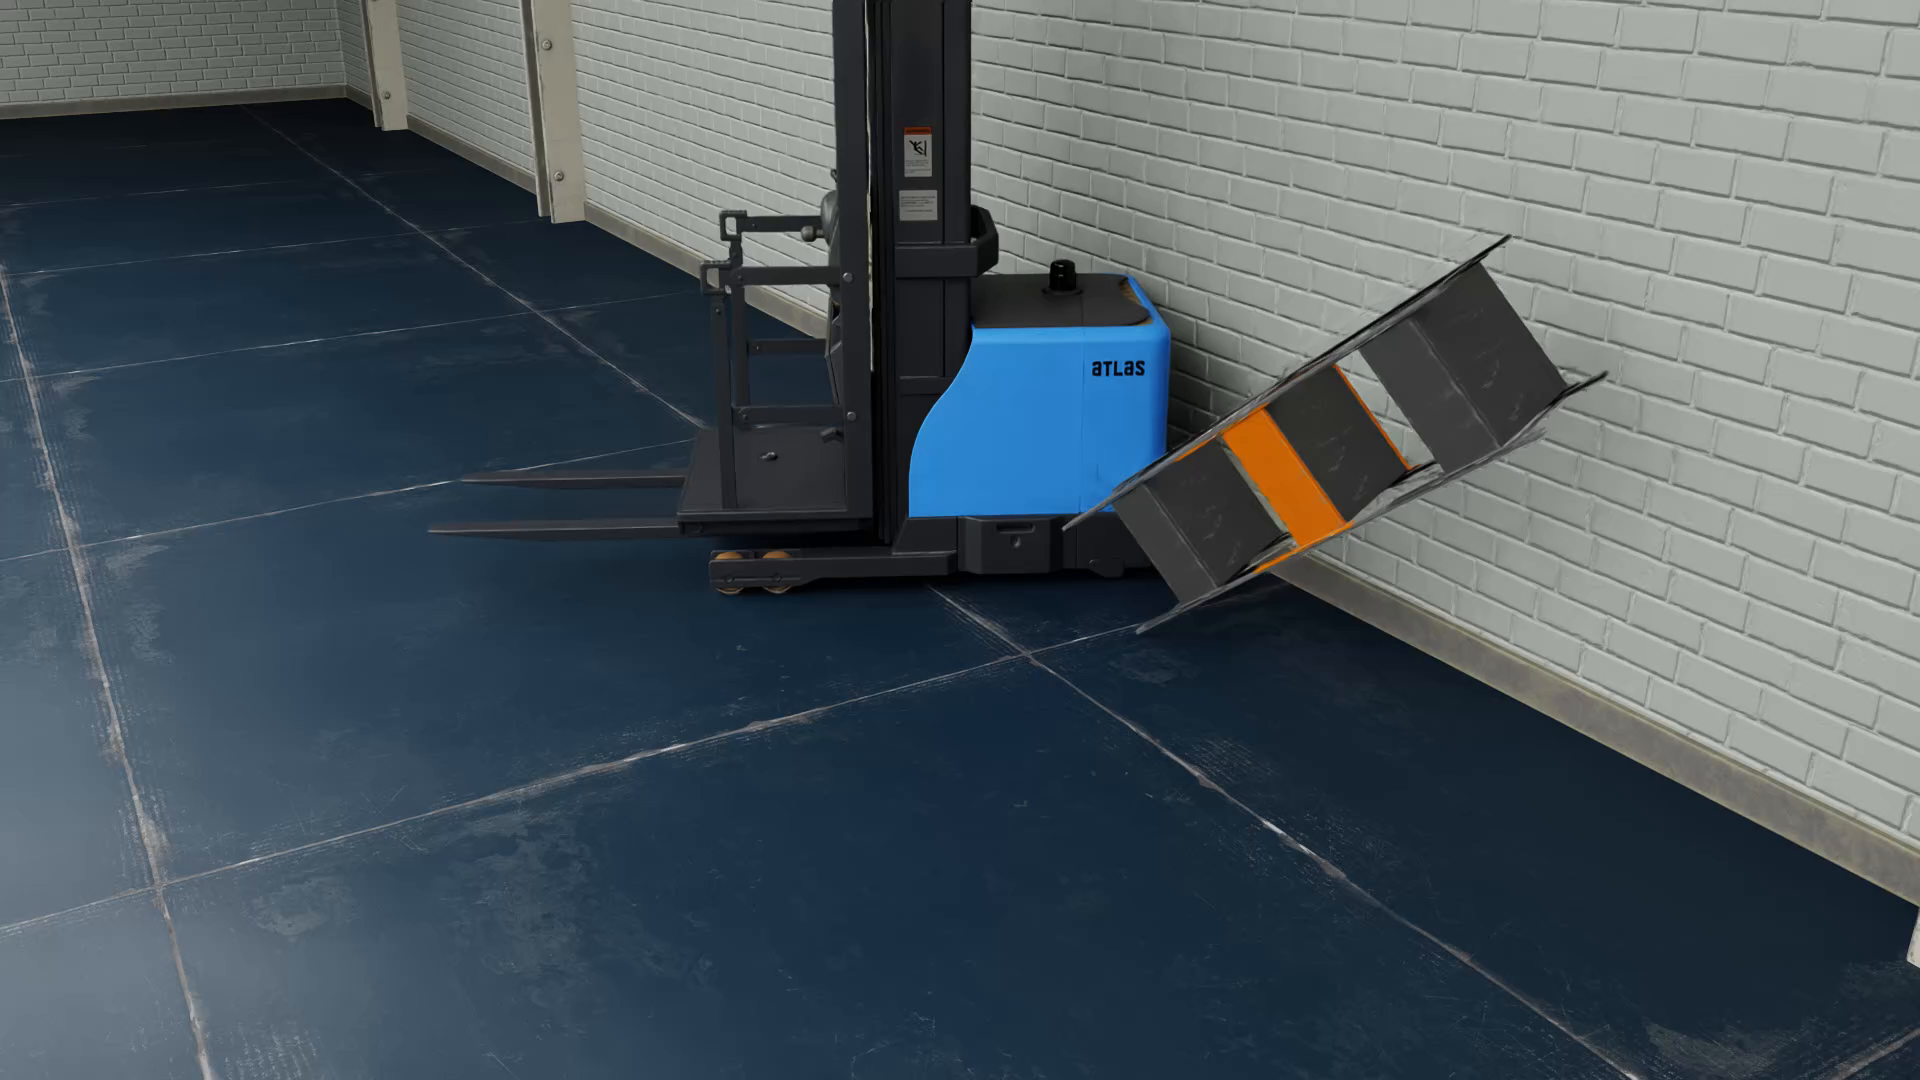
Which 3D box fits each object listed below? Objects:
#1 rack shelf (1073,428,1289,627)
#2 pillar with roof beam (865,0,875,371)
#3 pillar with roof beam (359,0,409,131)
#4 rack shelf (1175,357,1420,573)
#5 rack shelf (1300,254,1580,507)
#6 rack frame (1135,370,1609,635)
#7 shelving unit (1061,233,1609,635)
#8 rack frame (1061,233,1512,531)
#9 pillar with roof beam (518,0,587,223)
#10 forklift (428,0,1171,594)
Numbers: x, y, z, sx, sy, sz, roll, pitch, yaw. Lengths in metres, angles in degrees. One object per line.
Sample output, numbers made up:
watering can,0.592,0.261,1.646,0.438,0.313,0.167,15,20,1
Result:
rack shelf,0.821,-0.043,6.211,0.431,0.480,0.518,-36,1,-33
pillar with roof beam,-3.968,-4.110,5.474,9.100,9.000,0.400,-13,25,-28
pillar with roof beam,-10.098,-7.995,15.031,9.100,9.000,0.400,-13,25,-28
rack shelf,1.133,-0.260,5.624,0.431,0.480,0.518,-36,1,-33
rack shelf,1.446,-0.477,5.036,0.431,0.480,0.518,-36,1,-33
rack frame,1.281,-0.066,5.615,0.400,0.015,2.100,-36,1,-33
shelving unit,1.140,-0.264,5.612,0.431,0.503,2.100,-36,1,-33
rack frame,0.998,-0.463,5.610,0.400,0.015,2.100,-36,1,-33
pillar with roof beam,-7.033,-6.053,10.252,9.100,9.000,0.400,-13,25,-28
forklift,-0.687,-1.344,6.725,3.031,2.935,1.130,-1,22,-3
